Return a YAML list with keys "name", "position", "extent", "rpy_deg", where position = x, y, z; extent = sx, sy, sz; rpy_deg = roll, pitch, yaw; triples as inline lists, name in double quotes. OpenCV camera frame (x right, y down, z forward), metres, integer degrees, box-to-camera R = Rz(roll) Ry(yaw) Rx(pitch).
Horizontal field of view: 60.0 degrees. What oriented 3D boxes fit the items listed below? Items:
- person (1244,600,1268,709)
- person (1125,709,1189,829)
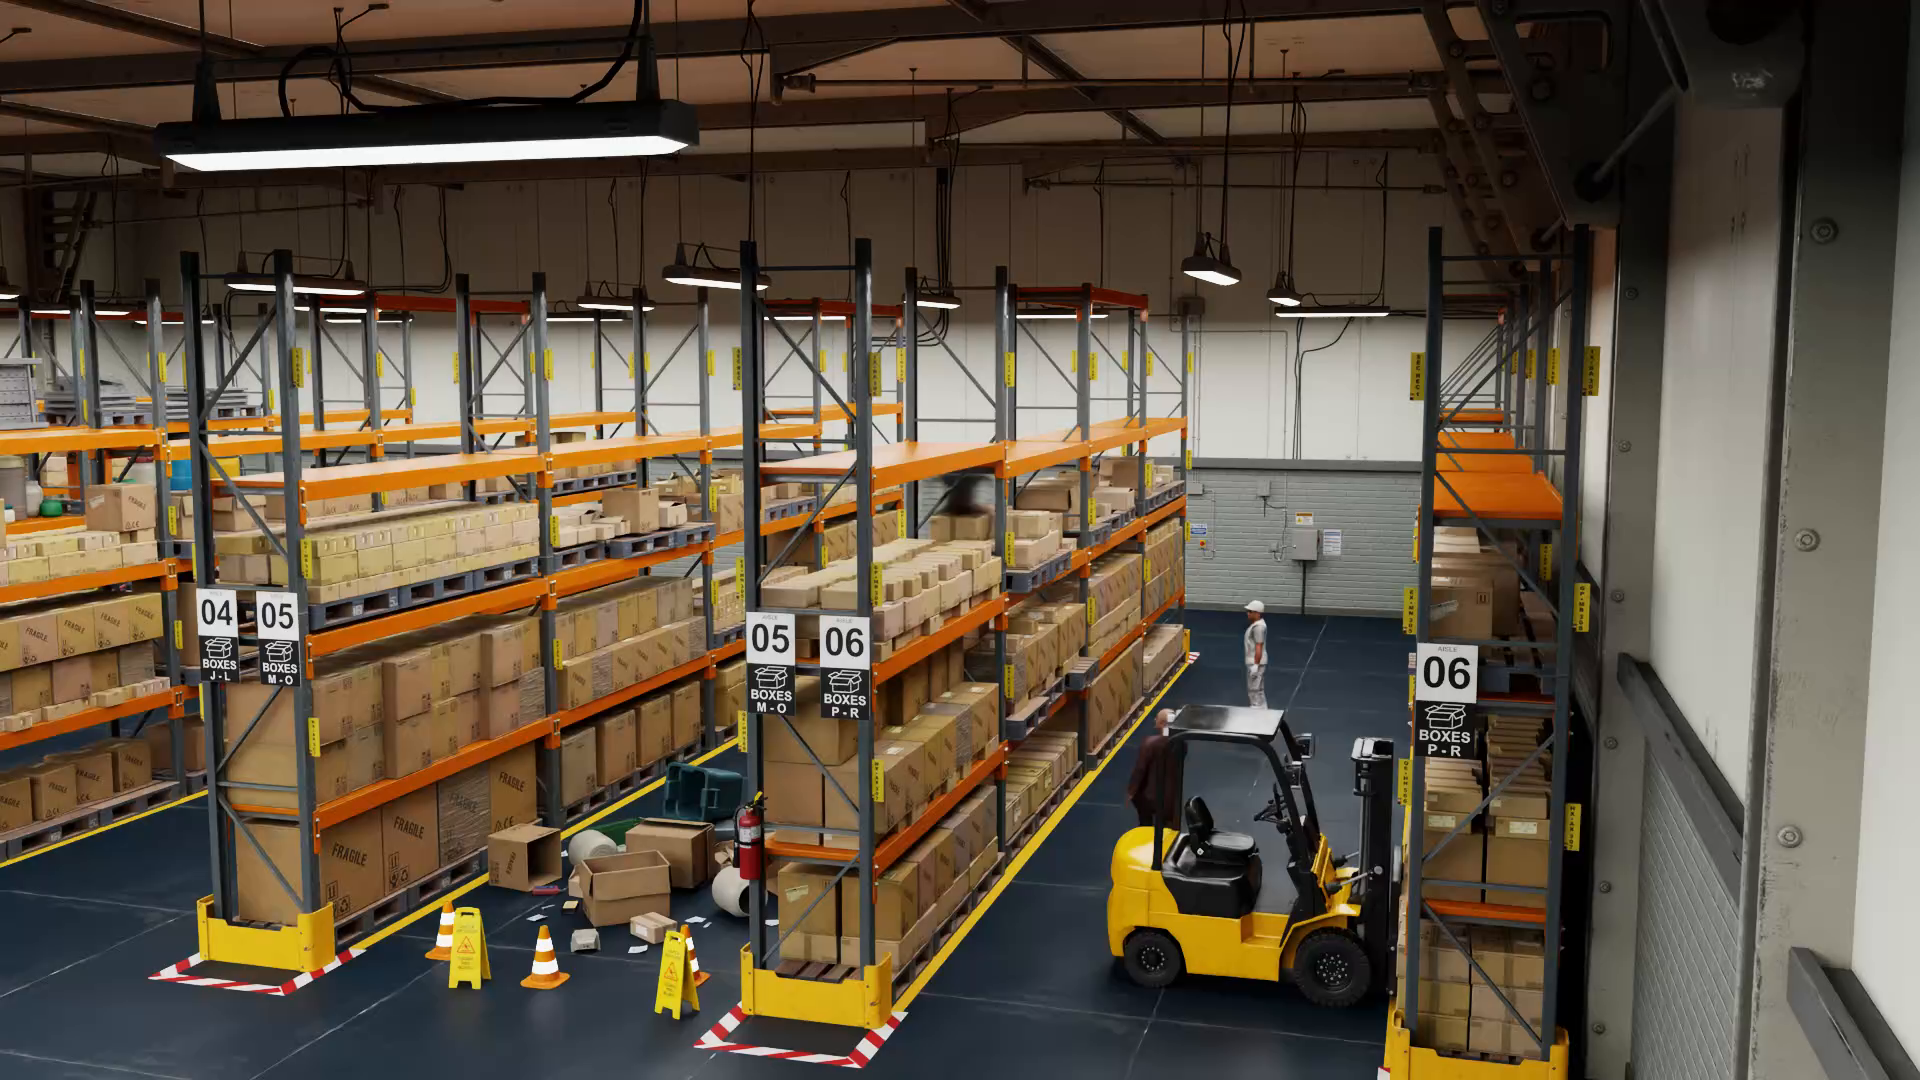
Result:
- name: "person"
  position: [4.046, 1.715, 22.826]
  extent: [0.369, 1.793, 0.636]
  rpy_deg: [1, 7, 13]
- name: "person"
  position: [1.952, 2.523, 16.758]
  extent: [0.645, 1.565, 0.882]
  rpy_deg: [-1, 6, -7]
